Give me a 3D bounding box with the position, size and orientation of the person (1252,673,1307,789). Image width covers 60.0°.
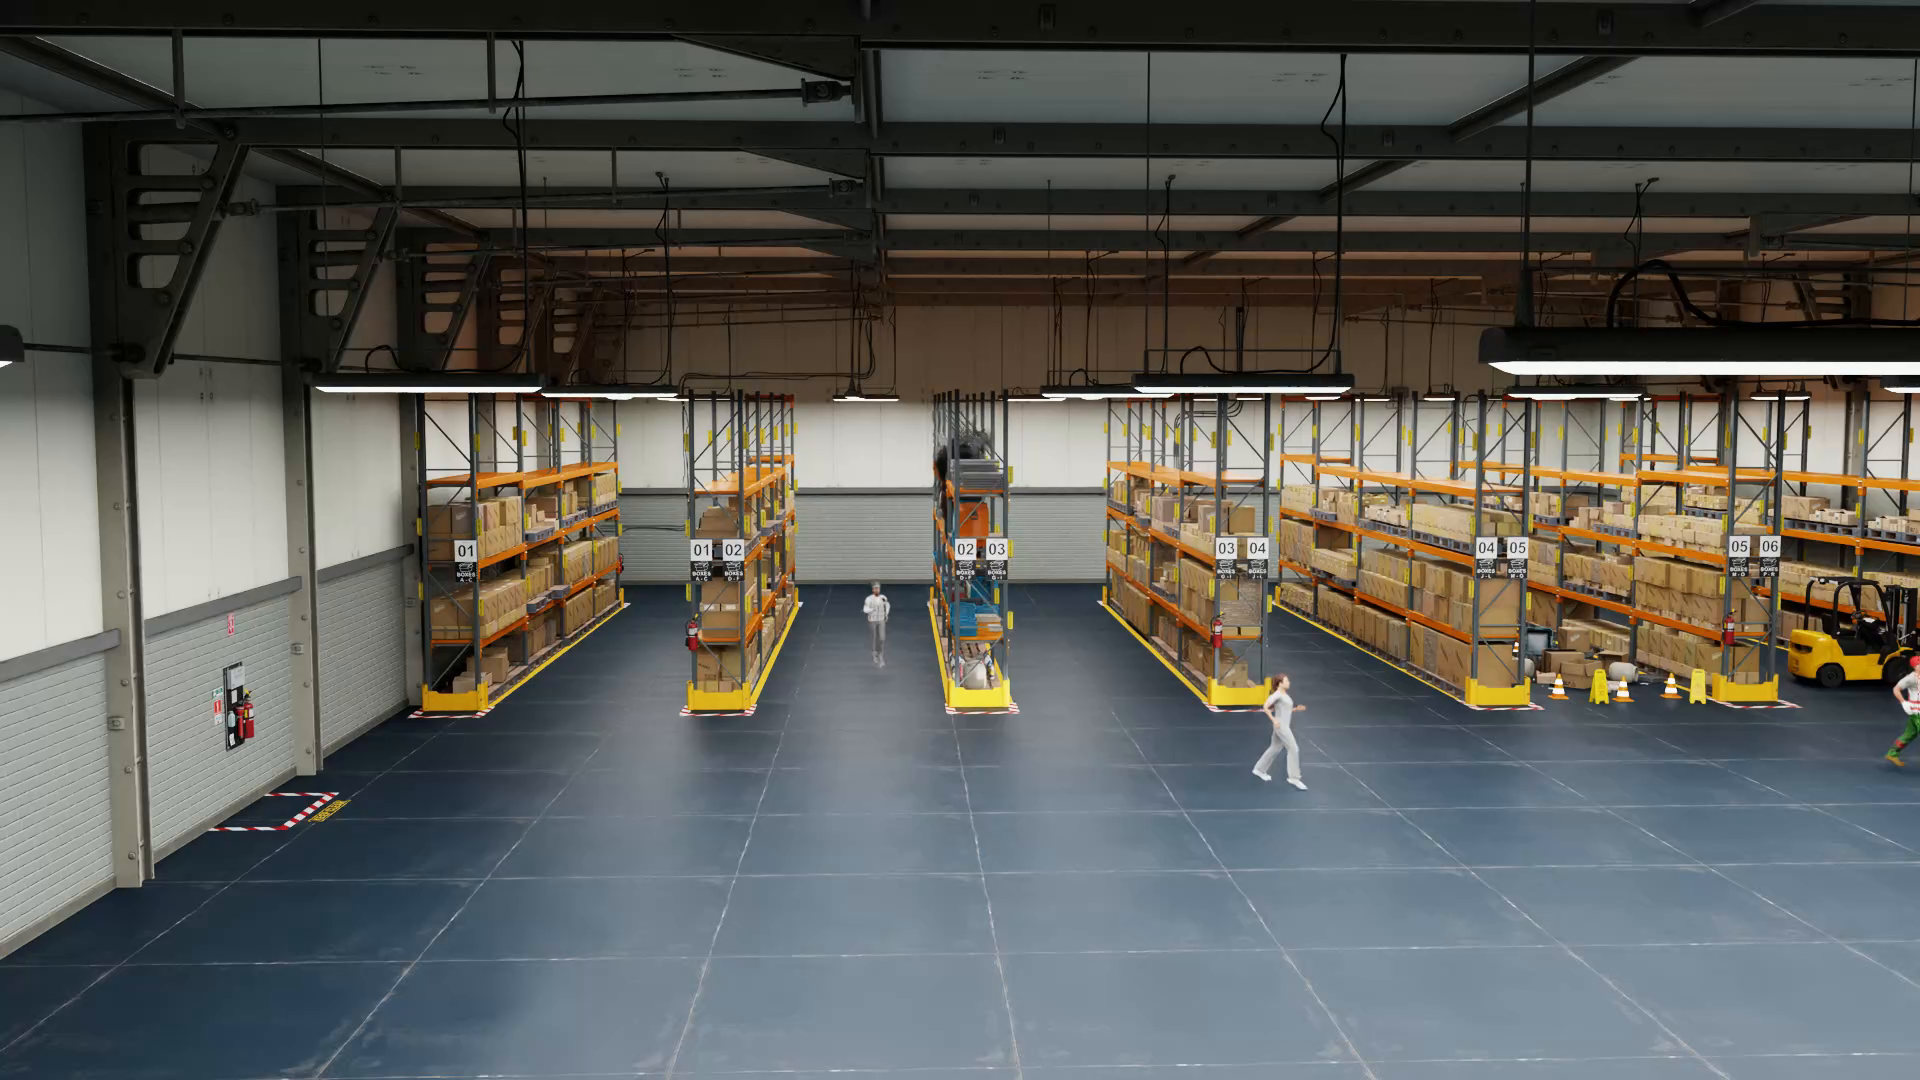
[{"bbox_3d":[4.793,2.846,24.900,0.830,1.715,0.541,1,5,16],"label":"person"}]

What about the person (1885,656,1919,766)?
[{"bbox_3d":[14.847,2.712,25.828,0.826,1.840,0.650,4,6,41],"label":"person"}]

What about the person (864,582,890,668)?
[{"bbox_3d":[-1.728,1.766,34.858,0.591,1.788,0.666,-1,5,-11],"label":"person"}]
